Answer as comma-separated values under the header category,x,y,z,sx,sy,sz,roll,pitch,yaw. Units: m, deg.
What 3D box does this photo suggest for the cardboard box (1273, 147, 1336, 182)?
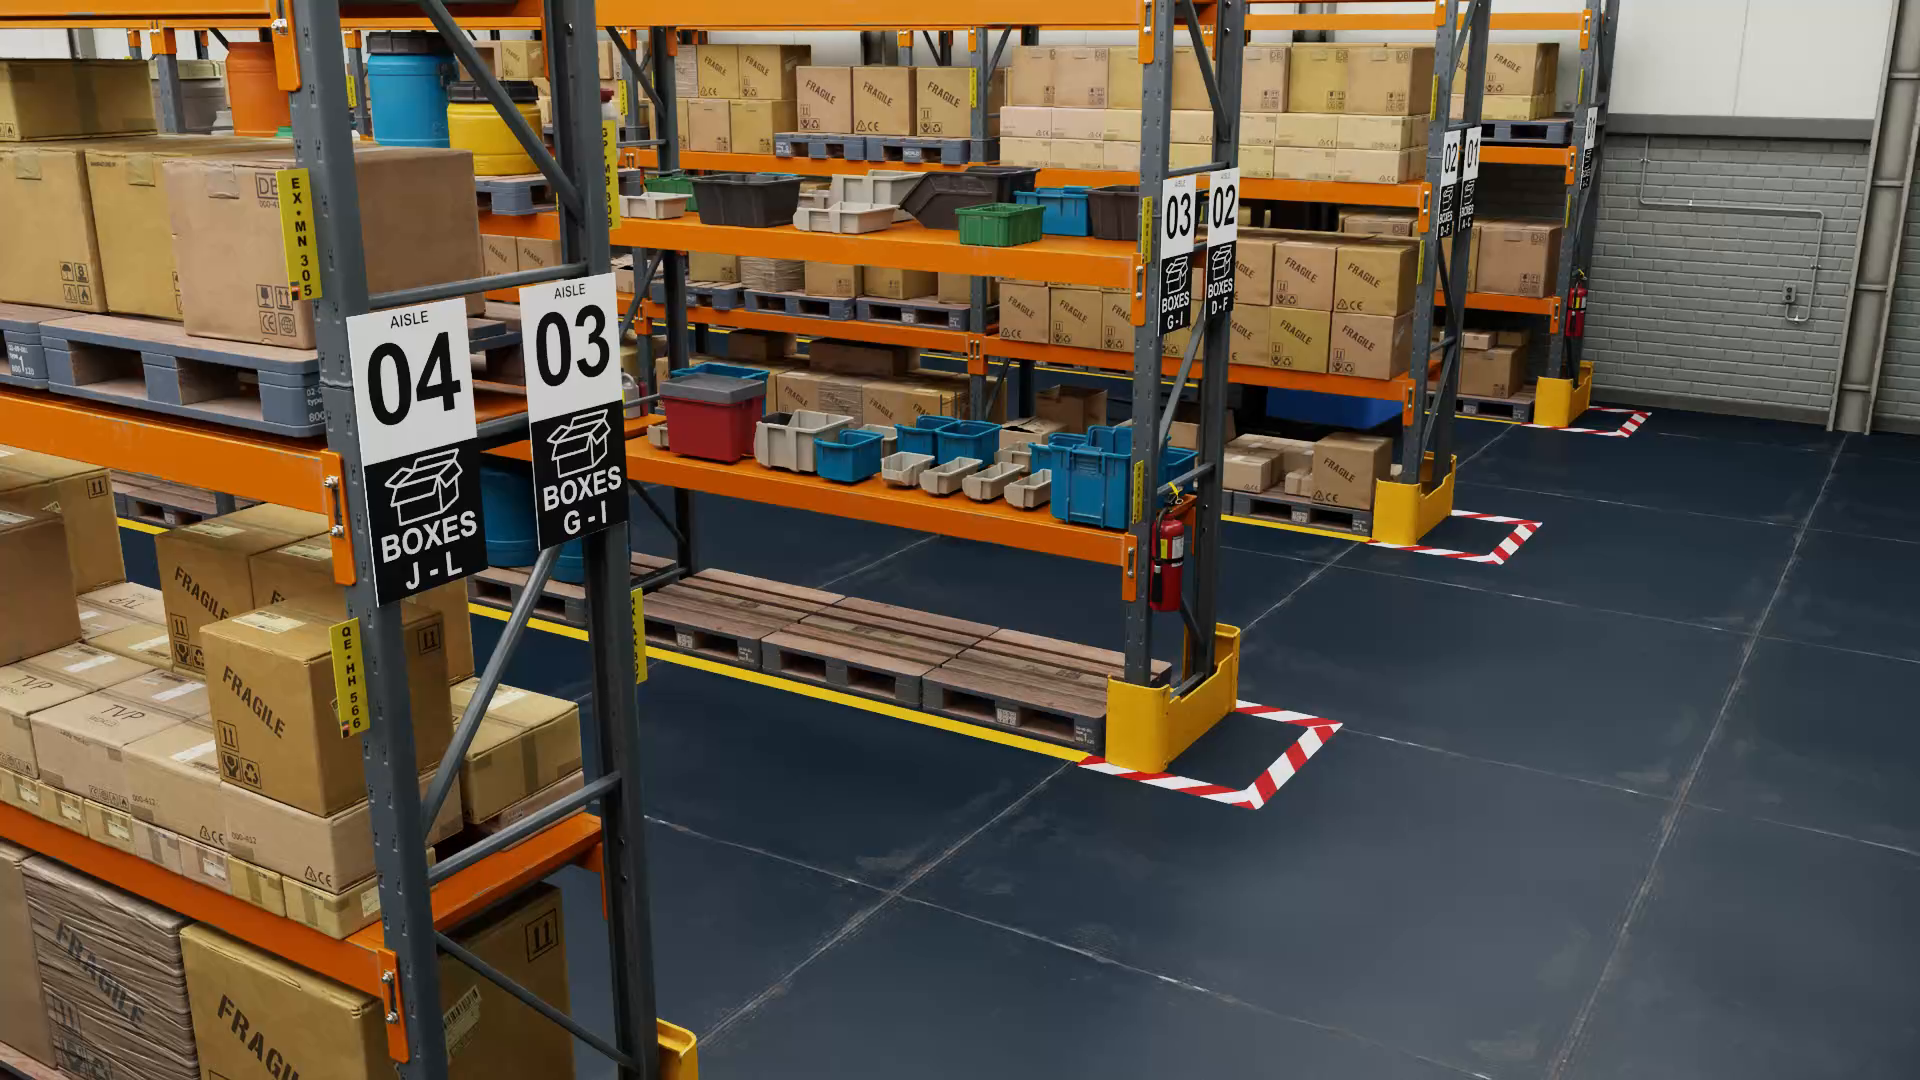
category,x,y,z,sx,sy,sz,roll,pitch,yaw
cardboard box,2.814,-2.993,13.171,0.500,0.250,0.500,10,20,30

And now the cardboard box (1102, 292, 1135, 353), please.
category,x,y,z,sx,sy,sz,roll,pitch,yaw
cardboard box,1.556,-1.896,14.289,0.500,0.500,0.500,10,20,30

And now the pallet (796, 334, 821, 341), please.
category,x,y,z,sx,sy,sz,roll,pitch,yaw
pallet,-2.118,-2.953,22.740,1.213,0.211,1.003,10,20,30

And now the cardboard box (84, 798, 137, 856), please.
category,x,y,z,sx,sy,sz,roll,pitch,yaw
cardboard box,-2.725,0.907,5.665,0.250,0.149,0.380,10,19,29

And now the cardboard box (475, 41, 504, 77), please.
category,x,y,z,sx,sy,sz,roll,pitch,yaw
cardboard box,-6.633,-6.963,24.055,0.500,0.500,0.500,10,19,29

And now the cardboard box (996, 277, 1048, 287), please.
category,x,y,z,sx,sy,sz,roll,pitch,yaw
cardboard box,0.656,-2.531,14.662,0.500,0.500,0.500,11,20,31

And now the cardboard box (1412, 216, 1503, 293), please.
category,x,y,z,sx,sy,sz,roll,pitch,yaw
cardboard box,5.334,-3.092,17.884,0.700,0.700,0.980,10,20,30

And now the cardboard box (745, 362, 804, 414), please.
category,x,y,z,sx,sy,sz,roll,pitch,yaw
cardboard box,-1.895,-1.474,16.615,0.500,0.500,0.500,10,19,29

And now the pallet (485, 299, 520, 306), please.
category,x,y,z,sx,sy,sz,roll,pitch,yaw
pallet,-6.496,-3.721,25.268,1.213,0.211,1.003,10,20,30

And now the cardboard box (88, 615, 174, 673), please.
category,x,y,z,sx,sy,sz,roll,pitch,yaw
cardboard box,-2.965,0.472,6.414,0.500,0.250,0.500,10,19,29

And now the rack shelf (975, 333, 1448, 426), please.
category,x,y,z,sx,sy,sz,roll,pitch,yaw
rack shelf,2.106,-1.498,14.390,4.000,0.370,1.077,10,20,30

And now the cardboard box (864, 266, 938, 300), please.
category,x,y,z,sx,sy,sz,roll,pitch,yaw
cardboard box,-0.504,-2.612,15.924,0.500,0.500,0.700,14,22,39

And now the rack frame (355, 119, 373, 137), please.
category,x,y,z,sx,sy,sz,roll,pitch,yaw
rack frame,-6.416,-3.363,19.293,0.127,3.000,1.000,10,20,30

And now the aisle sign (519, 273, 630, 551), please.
category,x,y,z,sx,sy,sz,roll,pitch,yaw
aisle sign,-1.159,-0.392,5.039,0.004,0.787,0.394,10,20,30

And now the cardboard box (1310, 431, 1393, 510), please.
category,x,y,z,sx,sy,sz,roll,pitch,yaw
cardboard box,3.218,-0.574,13.655,0.500,0.500,0.500,10,20,30

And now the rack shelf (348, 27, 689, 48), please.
category,x,y,z,sx,sy,sz,roll,pitch,yaw
rack shelf,-4.711,-5.394,17.582,4.000,0.370,1.077,10,20,30

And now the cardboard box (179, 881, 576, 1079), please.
category,x,y,z,sx,sy,sz,roll,pitch,yaw
cardboard box,-1.965,1.653,5.712,0.875,0.875,0.875,10,20,30

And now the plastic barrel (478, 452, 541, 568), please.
category,x,y,z,sx,sy,sz,roll,pitch,yaw
plastic barrel,-3.252,-0.312,12.135,0.708,0.901,0.600,10,20,30

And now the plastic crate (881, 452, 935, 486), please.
category,x,y,z,sx,sy,sz,roll,pitch,yaw
plastic crate,-0.327,-0.418,9.947,0.250,0.136,0.298,10,20,30

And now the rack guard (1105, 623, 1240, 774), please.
category,x,y,z,sx,sy,sz,roll,pitch,yaw
rack guard,1.242,0.885,9.609,0.348,0.500,1.175,10,20,30

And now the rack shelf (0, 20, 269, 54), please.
category,x,y,z,sx,sy,sz,roll,pitch,yaw
rack shelf,-7.307,-4.168,13.545,4.000,0.370,1.077,10,20,30

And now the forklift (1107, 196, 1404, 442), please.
category,x,y,z,sx,sy,sz,roll,pitch,yaw
forklift,2.921,-2.523,16.644,3.031,2.935,1.130,11,20,33

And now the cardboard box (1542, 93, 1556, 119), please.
category,x,y,z,sx,sy,sz,roll,pitch,yaw
cardboard box,5.905,-4.550,17.401,0.500,0.250,0.500,11,20,33

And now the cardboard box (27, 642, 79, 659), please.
category,x,y,z,sx,sy,sz,roll,pitch,yaw
cardboard box,-3.657,0.526,6.234,0.500,0.250,0.500,11,20,31

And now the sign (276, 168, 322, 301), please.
category,x,y,z,sx,sy,sz,roll,pitch,yaw
sign,-1.674,-0.774,4.220,0.005,0.325,0.100,10,20,30

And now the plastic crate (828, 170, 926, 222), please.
category,x,y,z,sx,sy,sz,roll,pitch,yaw
plastic crate,-0.513,-2.104,10.190,0.530,0.282,0.437,10,20,30

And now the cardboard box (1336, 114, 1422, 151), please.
category,x,y,z,sx,sy,sz,roll,pitch,yaw
cardboard box,3.239,-3.156,12.846,0.500,0.250,0.500,10,20,30

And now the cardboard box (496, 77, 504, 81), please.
category,x,y,z,sx,sy,sz,roll,pitch,yaw
cardboard box,-6.642,-6.489,24.214,0.500,0.500,0.500,12,20,34

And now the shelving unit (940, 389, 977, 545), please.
category,x,y,z,sx,sy,sz,roll,pitch,yaw
shelving unit,-0.012,-0.576,13.214,0.189,1.200,0.258,10,20,30

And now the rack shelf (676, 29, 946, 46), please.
category,x,y,z,sx,sy,sz,roll,pitch,yaw
rack shelf,-2.122,-6.622,21.623,4.000,0.370,1.077,10,20,30

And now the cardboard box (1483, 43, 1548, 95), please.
category,x,y,z,sx,sy,sz,roll,pitch,yaw
cardboard box,5.633,-4.780,16.870,0.500,0.500,0.500,10,20,30

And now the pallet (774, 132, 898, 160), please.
category,x,y,z,sx,sy,sz,roll,pitch,yaw
pallet,-1.003,-3.765,15.779,1.003,0.211,1.213,10,20,30

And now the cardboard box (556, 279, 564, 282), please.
category,x,y,z,sx,sy,sz,roll,pitch,yaw
cardboard box,-4.123,-2.815,17.919,0.250,0.149,0.380,12,21,34

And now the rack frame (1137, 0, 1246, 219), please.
category,x,y,z,sx,sy,sz,roll,pitch,yaw
rack frame,1.214,-3.182,8.375,0.127,3.000,1.000,10,20,30

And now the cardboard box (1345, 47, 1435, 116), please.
category,x,y,z,sx,sy,sz,roll,pitch,yaw
cardboard box,3.364,-3.574,12.932,0.500,0.500,0.700,10,20,30

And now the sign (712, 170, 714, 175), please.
category,x,y,z,sx,sy,sz,roll,pitch,yaw
sign,-3.539,-5.283,23.620,0.005,0.325,0.100,10,20,30

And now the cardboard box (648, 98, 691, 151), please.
category,x,y,z,sx,sy,sz,roll,pitch,yaw
cardboard box,-2.618,-4.180,16.648,0.500,0.500,0.910,10,20,30

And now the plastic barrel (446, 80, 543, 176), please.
category,x,y,z,sx,sy,sz,roll,pitch,yaw
plastic barrel,-3.078,-2.735,11.017,0.600,0.588,0.600,0,17,0

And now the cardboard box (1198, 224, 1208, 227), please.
category,x,y,z,sx,sy,sz,roll,pitch,yaw
cardboard box,1.835,-2.506,14.578,0.500,0.500,0.500,10,20,30

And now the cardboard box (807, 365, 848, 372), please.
category,x,y,z,sx,sy,sz,roll,pitch,yaw
cardboard box,-1.196,-1.528,16.795,0.500,0.500,0.500,9,19,28

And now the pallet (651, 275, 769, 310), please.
category,x,y,z,sx,sy,sz,roll,pitch,yaw
pallet,-2.393,-2.577,17.036,1.003,0.211,1.213,10,20,30

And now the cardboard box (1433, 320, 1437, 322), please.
category,x,y,z,sx,sy,sz,roll,pitch,yaw
cardboard box,5.099,-2.347,18.408,0.250,0.149,0.380,10,20,31

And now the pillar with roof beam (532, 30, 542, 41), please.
category,x,y,z,sx,sy,sz,roll,pitch,yaw
pillar with roof beam,-8.439,-7.111,21.309,0.400,9.000,9.100,10,20,30

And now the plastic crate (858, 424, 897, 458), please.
category,x,y,z,sx,sy,sz,roll,pitch,yaw
plastic crate,-0.553,-0.632,10.653,0.466,0.136,0.293,10,20,30

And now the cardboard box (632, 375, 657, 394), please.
category,x,y,z,sx,sy,sz,roll,pitch,yaw
cardboard box,-3.583,-1.660,17.693,0.500,0.250,0.500,11,20,31

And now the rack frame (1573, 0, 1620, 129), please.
category,x,y,z,sx,sy,sz,roll,pitch,yaw
rack frame,6.399,-5.636,16.453,0.127,3.000,1.000,10,20,30

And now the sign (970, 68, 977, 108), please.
category,x,y,z,sx,sy,sz,roll,pitch,yaw
sign,0.114,-3.880,14.264,0.005,0.325,0.100,10,20,30

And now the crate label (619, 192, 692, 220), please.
category,x,y,z,sx,sy,sz,roll,pitch,yaw
crate label,-1.928,-2.083,10.372,0.466,0.136,0.293,10,20,30

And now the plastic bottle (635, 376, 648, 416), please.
category,x,y,z,sx,sy,sz,roll,pitch,yaw
plastic bottle,-2.283,-1.026,11.799,0.133,0.283,0.061,10,20,30

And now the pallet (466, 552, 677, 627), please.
category,x,y,z,sx,sy,sz,roll,pitch,yaw
pallet,-2.830,0.286,12.076,1.213,0.211,1.003,10,20,30

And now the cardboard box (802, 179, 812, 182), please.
category,x,y,z,sx,sy,sz,roll,pitch,yaw
cardboard box,-2.361,-4.584,22.383,0.500,0.500,0.700,13,21,38
